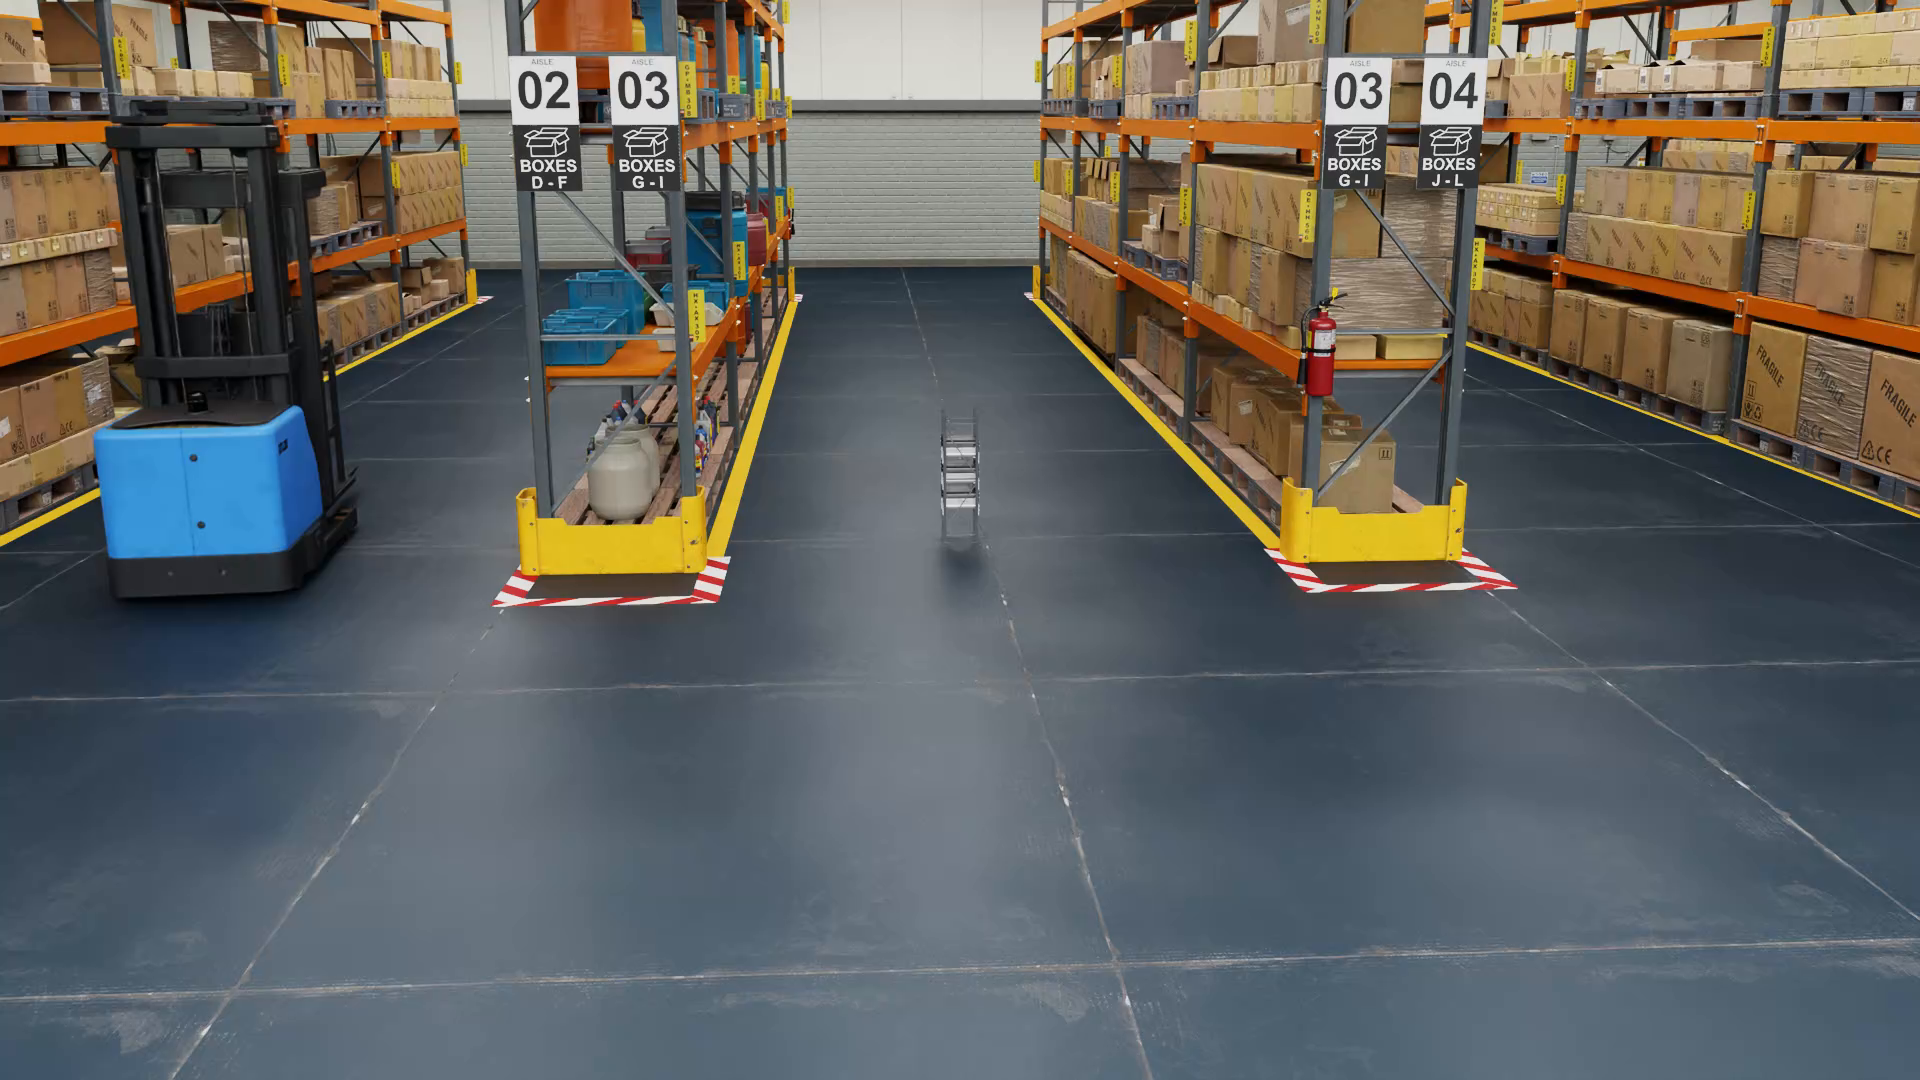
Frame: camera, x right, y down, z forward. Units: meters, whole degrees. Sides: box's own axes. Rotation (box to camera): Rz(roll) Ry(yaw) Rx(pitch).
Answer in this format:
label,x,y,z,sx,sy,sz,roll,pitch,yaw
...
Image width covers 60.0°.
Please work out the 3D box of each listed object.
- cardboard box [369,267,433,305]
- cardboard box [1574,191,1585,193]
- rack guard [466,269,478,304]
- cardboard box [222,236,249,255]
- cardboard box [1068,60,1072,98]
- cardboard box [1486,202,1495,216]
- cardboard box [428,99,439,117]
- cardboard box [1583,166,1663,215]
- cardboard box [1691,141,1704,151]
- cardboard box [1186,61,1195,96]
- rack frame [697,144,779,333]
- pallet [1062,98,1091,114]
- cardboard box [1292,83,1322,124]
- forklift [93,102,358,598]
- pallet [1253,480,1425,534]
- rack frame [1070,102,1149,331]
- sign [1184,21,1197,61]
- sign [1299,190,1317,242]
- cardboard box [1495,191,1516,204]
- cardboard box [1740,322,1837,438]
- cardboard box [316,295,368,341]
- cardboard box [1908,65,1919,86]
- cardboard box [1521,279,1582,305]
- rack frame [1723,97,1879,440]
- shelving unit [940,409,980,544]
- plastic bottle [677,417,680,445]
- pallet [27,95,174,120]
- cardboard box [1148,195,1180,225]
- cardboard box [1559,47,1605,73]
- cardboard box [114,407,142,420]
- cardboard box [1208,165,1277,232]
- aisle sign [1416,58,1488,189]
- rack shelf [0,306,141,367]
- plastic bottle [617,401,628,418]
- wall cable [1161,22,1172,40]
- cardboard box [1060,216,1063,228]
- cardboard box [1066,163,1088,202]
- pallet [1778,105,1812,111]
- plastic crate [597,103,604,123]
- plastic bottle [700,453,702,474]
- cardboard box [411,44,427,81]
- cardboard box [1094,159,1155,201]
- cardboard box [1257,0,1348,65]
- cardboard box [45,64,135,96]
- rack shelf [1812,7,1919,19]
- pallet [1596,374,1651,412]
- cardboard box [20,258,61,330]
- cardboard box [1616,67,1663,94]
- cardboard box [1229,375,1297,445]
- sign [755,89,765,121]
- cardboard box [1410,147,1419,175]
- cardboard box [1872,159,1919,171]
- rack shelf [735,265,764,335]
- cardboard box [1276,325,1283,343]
label,x,y,z,sx,sy,sz,roll,pitch,yaw
cardboard box,-8.003,-3.638,23.772,0.797,0.503,0.637,-1,14,-3
cardboard box,7.330,-4.057,19.741,0.380,0.149,0.250,-1,15,-6
rack guard,-8.124,-3.932,25.805,1.175,0.500,0.348,-1,14,-3
cardboard box,-7.654,-3.037,17.491,0.500,0.311,0.500,0,14,0
cardboard box,1.869,-6.399,23.113,0.700,0.500,0.500,0,14,-1
cardboard box,6.644,-4.038,20.264,0.380,0.149,0.250,-1,14,-2
cardboard box,-7.770,-6.169,23.765,0.500,0.250,0.500,-1,14,-3
cardboard box,7.229,-3.796,18.053,0.700,0.500,0.500,-1,14,-4
cardboard box,11.419,-6.025,25.414,0.380,0.149,0.250,-1,14,-5
cardboard box,2.513,-4.388,15.490,0.797,0.503,0.637,0,14,-1
rack frame,-2.937,-4.242,21.994,1.000,3.000,0.127,-1,14,-3
pallet,1.966,-5.932,22.720,1.003,0.211,1.213,-1,14,-3
cardboard box,2.466,-2.830,10.788,0.500,0.250,0.500,-1,14,-2
forklift,-4.781,-1.393,11.059,1.130,2.935,3.031,-2,15,-8
pallet,2.730,-0.205,11.900,1.003,0.211,1.213,-1,14,-3
rack frame,2.006,-4.319,22.291,1.000,3.000,0.127,-1,14,-3
sign,1.948,-4.213,14.034,0.100,0.325,0.005,-1,14,-3
sign,2.195,-2.044,10.494,0.100,0.325,0.005,-1,14,-3
cardboard box,6.664,-4.114,19.963,0.380,0.149,0.250,-1,14,-3
cardboard box,7.428,-1.397,14.359,0.875,0.875,0.875,-1,14,-3
cardboard box,-7.478,-2.677,20.043,0.500,0.500,0.500,-1,14,-5
cardboard box,7.254,-3.425,12.260,0.380,0.149,0.250,-1,14,-3
cardboard box,6.907,-2.897,19.436,0.500,0.250,0.500,-1,14,-5
rack frame,7.459,-2.380,14.758,1.000,3.000,0.127,-1,14,-3
shelving unit,0.000,-0.438,11.422,0.258,0.900,0.210,-1,14,-3
plastic bottle,-2.248,-0.935,13.722,0.152,0.276,0.135,-1,14,-3
pallet,-7.453,-3.756,14.470,0.805,0.209,1.217,-1,15,-6
cardboard box,2.328,-3.442,17.841,0.500,0.500,0.500,-3,15,-10
cardboard box,6.927,-5.344,18.519,0.396,0.266,0.258,-1,14,-3
cardboard box,-7.139,-0.937,13.823,0.500,0.250,0.500,-1,14,-3
cardboard box,2.309,-2.766,13.451,0.500,0.500,0.500,-1,14,-3
aisle sign,3.053,-2.582,10.326,0.394,0.787,0.004,-1,14,-3
rack shelf,-7.262,-1.331,12.124,1.077,0.370,4.000,-1,14,-3
plastic bottle,-2.806,-0.976,13.731,0.144,0.351,0.185,0,14,-2
wall cable,4.848,-11.236,30.682,2.277,5.999,0.120,-1,14,-3
cardboard box,1.613,-4.460,23.343,0.380,0.149,0.250,-1,14,-2
cardboard box,1.711,-4.863,22.608,0.500,0.500,0.500,0,14,-2
pallet,11.857,-6.085,23.315,1.003,0.211,1.213,-1,14,-3
plastic crate,-2.612,-3.172,11.848,0.392,0.384,0.575,-1,14,-3
plastic bottle,-2.001,-0.597,12.560,0.097,0.201,0.097,0,14,0
cardboard box,-7.996,-6.771,23.595,0.700,0.500,0.500,-1,14,-3
cardboard box,2.085,-4.523,20.873,0.797,0.503,0.637,-1,14,-3
cardboard box,2.401,-3.603,11.690,0.500,0.500,0.500,-1,14,-3
cardboard box,-7.414,-3.914,14.156,0.500,0.250,0.500,1,14,2
rack shelf,12.021,-6.337,20.345,1.077,0.370,4.000,-1,14,-3
pallet,7.257,-1.525,17.029,1.003,0.211,1.213,-1,14,-3
cardboard box,-7.285,-1.859,12.532,0.700,0.500,0.500,-1,14,-3
cardboard box,7.067,-4.699,17.008,0.500,0.250,0.500,0,14,-2
cardboard box,2.530,-1.079,13.875,0.500,0.500,0.500,4,15,14
sign,-2.141,-4.660,17.807,0.100,0.325,0.005,-1,14,-3
cardboard box,6.627,-5.288,23.255,0.500,0.500,0.500,-1,14,-5
cardboard box,11.764,-4.511,20.832,0.500,0.500,0.500,-1,14,-4
rack shelf,-2.565,-2.402,16.284,1.077,0.370,4.000,-1,14,-3
cardboard box,2.444,-1.466,11.709,0.380,0.149,0.250,-1,14,-3
